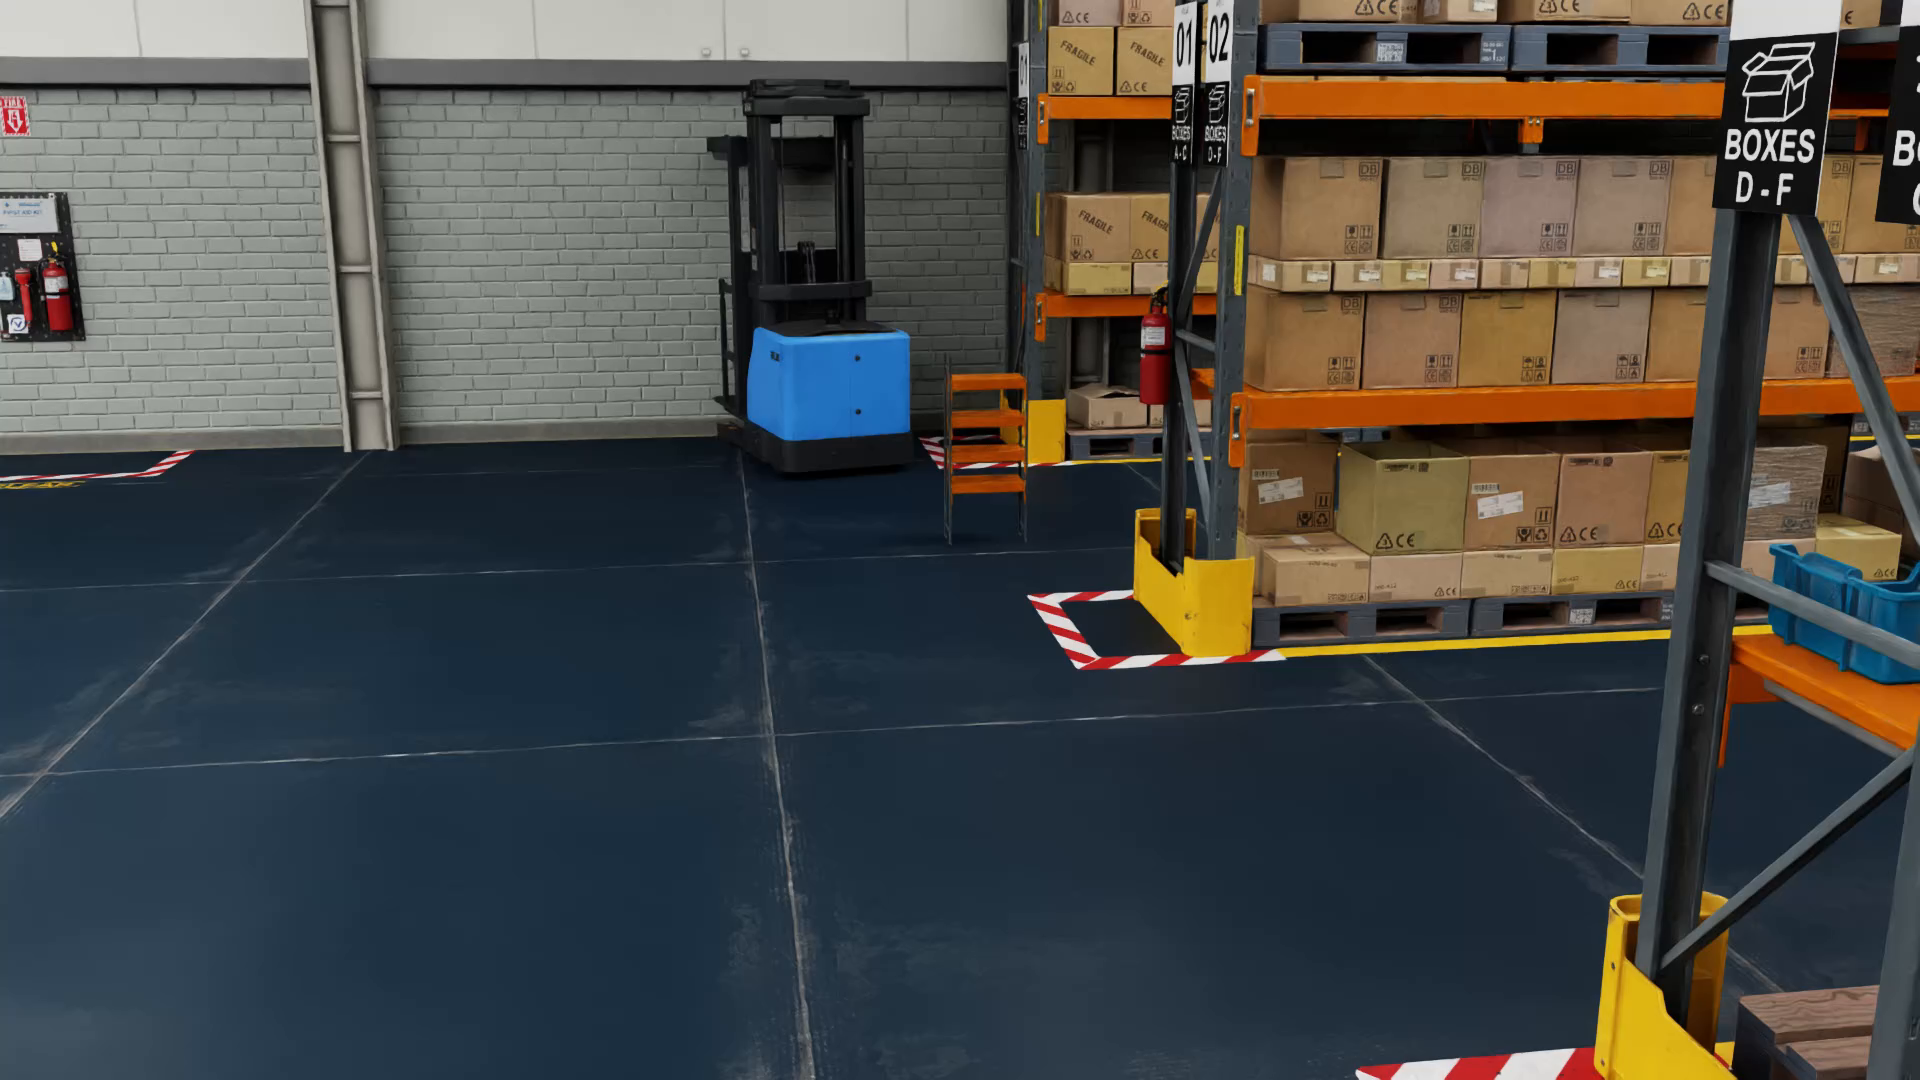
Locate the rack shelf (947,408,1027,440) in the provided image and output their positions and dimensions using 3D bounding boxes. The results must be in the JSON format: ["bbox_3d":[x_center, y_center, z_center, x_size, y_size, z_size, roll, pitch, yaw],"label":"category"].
[{"bbox_3d":[0.164,-0.740,10.562,0.480,0.148,0.258,-2,14,-8],"label":"rack shelf"}]

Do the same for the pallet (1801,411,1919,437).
[{"bbox_3d":[7.650,-1.111,14.717,1.213,0.211,1.003,-2,14,-8],"label":"pallet"}]

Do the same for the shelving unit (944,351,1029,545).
[{"bbox_3d":[0.164,-0.588,10.600,0.503,1.200,0.258,-2,14,-8],"label":"shelving unit"}]

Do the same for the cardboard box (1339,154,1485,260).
[{"bbox_3d":[2.289,-1.724,8.556,0.500,0.500,0.700,-2,14,-10],"label":"cardboard box"}]

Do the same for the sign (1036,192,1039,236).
[{"bbox_3d":[0.593,-2.491,12.707,0.005,0.325,0.100,-2,14,-8],"label":"sign"}]

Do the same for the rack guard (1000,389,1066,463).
[{"bbox_3d":[0.587,-0.992,13.648,0.348,0.500,1.175,-2,14,-8],"label":"rack guard"}]

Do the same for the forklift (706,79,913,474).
[{"bbox_3d":[-1.402,-2.236,13.614,1.130,2.935,3.031,-6,15,-22],"label":"forklift"}]

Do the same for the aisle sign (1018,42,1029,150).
[{"bbox_3d":[0.485,-3.387,12.718,0.004,0.787,0.394,-2,14,-8],"label":"aisle sign"}]

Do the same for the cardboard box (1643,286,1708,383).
[{"bbox_3d":[3.754,-1.148,8.927,0.500,0.500,0.700,-2,14,-7],"label":"cardboard box"}]

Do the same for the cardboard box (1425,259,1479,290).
[{"bbox_3d":[2.431,-1.363,8.451,0.250,0.149,0.380,-2,14,-9],"label":"cardboard box"}]

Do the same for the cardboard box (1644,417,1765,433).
[{"bbox_3d":[4.210,-0.427,9.506,0.500,0.500,0.500,-2,14,-8],"label":"cardboard box"}]

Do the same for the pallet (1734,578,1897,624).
[{"bbox_3d":[4.416,0.216,9.425,1.213,0.211,1.003,-2,14,-8],"label":"pallet"}]

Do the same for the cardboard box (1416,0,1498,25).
[{"bbox_3d":[2.443,-2.615,8.181,0.250,0.149,0.380,-2,14,-8],"label":"cardboard box"}]

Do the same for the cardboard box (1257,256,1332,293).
[{"bbox_3d":[1.674,-1.335,8.341,0.250,0.149,0.380,-2,14,-9],"label":"cardboard box"}]

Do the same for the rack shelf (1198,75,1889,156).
[{"bbox_3d":[3.231,-2.188,8.594,4.000,0.370,1.077,-2,14,-8],"label":"rack shelf"}]

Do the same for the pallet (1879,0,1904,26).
[{"bbox_3d":[2.820,-1.188,3.514,1.213,0.211,1.003,-2,14,-8],"label":"pallet"}]

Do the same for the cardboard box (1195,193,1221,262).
[{"bbox_3d":[2.031,-2.480,13.169,0.500,0.500,0.500,-3,14,-10],"label":"cardboard box"}]

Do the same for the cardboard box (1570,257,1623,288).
[{"bbox_3d":[3.194,-1.391,8.563,0.250,0.149,0.380,-2,14,-8],"label":"cardboard box"}]

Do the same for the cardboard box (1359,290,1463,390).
[{"bbox_3d":[2.236,-1.092,8.706,0.500,0.500,0.700,-2,14,-7],"label":"cardboard box"}]

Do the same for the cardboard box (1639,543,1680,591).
[{"bbox_3d":[3.795,0.082,9.018,0.500,0.250,0.500,-2,14,-8],"label":"cardboard box"}]

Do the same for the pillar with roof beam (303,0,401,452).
[{"bbox_3d":[-4.217,-4.092,8.538,0.400,9.000,9.100,-2,14,-8],"label":"pillar with roof beam"}]

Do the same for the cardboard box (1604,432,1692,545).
[{"bbox_3d":[3.793,-0.285,8.939,0.500,0.500,0.500,-2,14,-8],"label":"cardboard box"}]

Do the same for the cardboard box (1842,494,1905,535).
[{"bbox_3d":[5.576,-0.110,9.781,0.500,0.250,0.500,-2,14,-9],"label":"cardboard box"}]

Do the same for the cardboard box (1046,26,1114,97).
[{"bbox_3d":[0.880,-3.666,12.762,0.500,0.500,0.500,-2,14,-7],"label":"cardboard box"}]

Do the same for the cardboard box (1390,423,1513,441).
[{"bbox_3d":[2.726,-0.374,9.296,0.500,0.500,0.500,-2,14,-8],"label":"cardboard box"}]

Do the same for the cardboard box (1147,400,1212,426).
[{"bbox_3d":[1.773,-1.135,13.702,0.500,0.311,0.500,-1,14,-4],"label":"cardboard box"}]

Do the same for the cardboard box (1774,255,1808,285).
[{"bbox_3d":[4.209,-1.428,8.711,0.250,0.149,0.380,-2,14,-8],"label":"cardboard box"}]

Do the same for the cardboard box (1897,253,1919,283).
[{"bbox_3d":[4.972,-1.457,8.824,0.250,0.149,0.380,-2,14,-8],"label":"cardboard box"}]

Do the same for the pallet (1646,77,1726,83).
[{"bbox_3d":[6.119,-3.745,13.709,1.003,0.211,1.213,-2,14,-8],"label":"pallet"}]

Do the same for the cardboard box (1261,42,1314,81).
[{"bbox_3d":[2.456,-3.722,12.982,0.500,0.500,0.500,-1,14,-5],"label":"cardboard box"}]

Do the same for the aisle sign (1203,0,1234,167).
[{"bbox_3d":[1.234,-2.195,7.963,0.004,0.787,0.394,-2,14,-8],"label":"aisle sign"}]

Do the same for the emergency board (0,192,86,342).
[{"bbox_3d":[-7.307,-2.137,13.076,0.643,1.169,0.194,-2,14,-8],"label":"emergency board"}]

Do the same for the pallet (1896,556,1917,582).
[{"bbox_3d":[5.932,0.162,9.643,1.213,0.211,1.003,-2,14,-8],"label":"pallet"}]

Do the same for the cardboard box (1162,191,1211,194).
[{"bbox_3d":[1.956,-2.606,13.672,0.500,0.500,0.500,-2,14,-10],"label":"cardboard box"}]

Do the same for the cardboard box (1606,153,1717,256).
[{"bbox_3d":[3.776,-1.778,8.774,0.500,0.500,0.700,-2,14,-8],"label":"cardboard box"}]

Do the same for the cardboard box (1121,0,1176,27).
[{"bbox_3d":[1.432,-4.161,12.678,0.500,0.500,0.500,-2,14,-9],"label":"cardboard box"}]

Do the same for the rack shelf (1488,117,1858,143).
[{"bbox_3d":[6.445,-3.525,13.922,4.000,0.370,1.077,-2,14,-8],"label":"rack shelf"}]

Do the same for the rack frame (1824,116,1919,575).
[{"bbox_3d":[5.209,-1.155,9.160,0.127,3.000,1.000,-2,14,-8],"label":"rack frame"}]

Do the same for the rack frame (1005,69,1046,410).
[{"bbox_3d":[0.512,-2.201,13.333,0.127,3.000,1.000,-2,14,-8],"label":"rack frame"}]

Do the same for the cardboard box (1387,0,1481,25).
[{"bbox_3d":[2.353,-2.769,8.587,0.500,0.250,0.500,-2,14,-8],"label":"cardboard box"}]

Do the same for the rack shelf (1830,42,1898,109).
[{"bbox_3d":[3.965,-0.997,3.842,4.000,0.370,1.077,-2,14,-8],"label":"rack shelf"}]

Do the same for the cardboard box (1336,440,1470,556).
[{"bbox_3d":[2.311,-0.228,8.713,0.500,0.500,0.500,-2,14,-8],"label":"cardboard box"}]

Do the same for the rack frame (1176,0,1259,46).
[{"bbox_3d":[1.253,-3.920,7.852,0.127,3.000,1.000,-2,14,-8],"label":"rack frame"}]

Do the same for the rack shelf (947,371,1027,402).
[{"bbox_3d":[0.164,-0.969,10.504,0.480,0.148,0.258,-2,14,-8],"label":"rack shelf"}]

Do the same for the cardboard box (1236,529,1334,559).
[{"bbox_3d":[1.740,0.030,9.226,0.500,0.250,0.500,-2,14,-8],"label":"cardboard box"}]

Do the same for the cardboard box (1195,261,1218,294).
[{"bbox_3d":[2.058,-2.119,13.271,0.500,0.250,0.500,-2,14,-9],"label":"cardboard box"}]

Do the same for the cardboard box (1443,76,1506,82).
[{"bbox_3d":[4.002,-3.782,13.221,0.500,0.500,0.500,-2,14,-7],"label":"cardboard box"}]

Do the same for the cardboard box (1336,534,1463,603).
[{"bbox_3d":[2.311,0.135,8.805,0.500,0.250,0.500,-2,14,-8],"label":"cardboard box"}]
